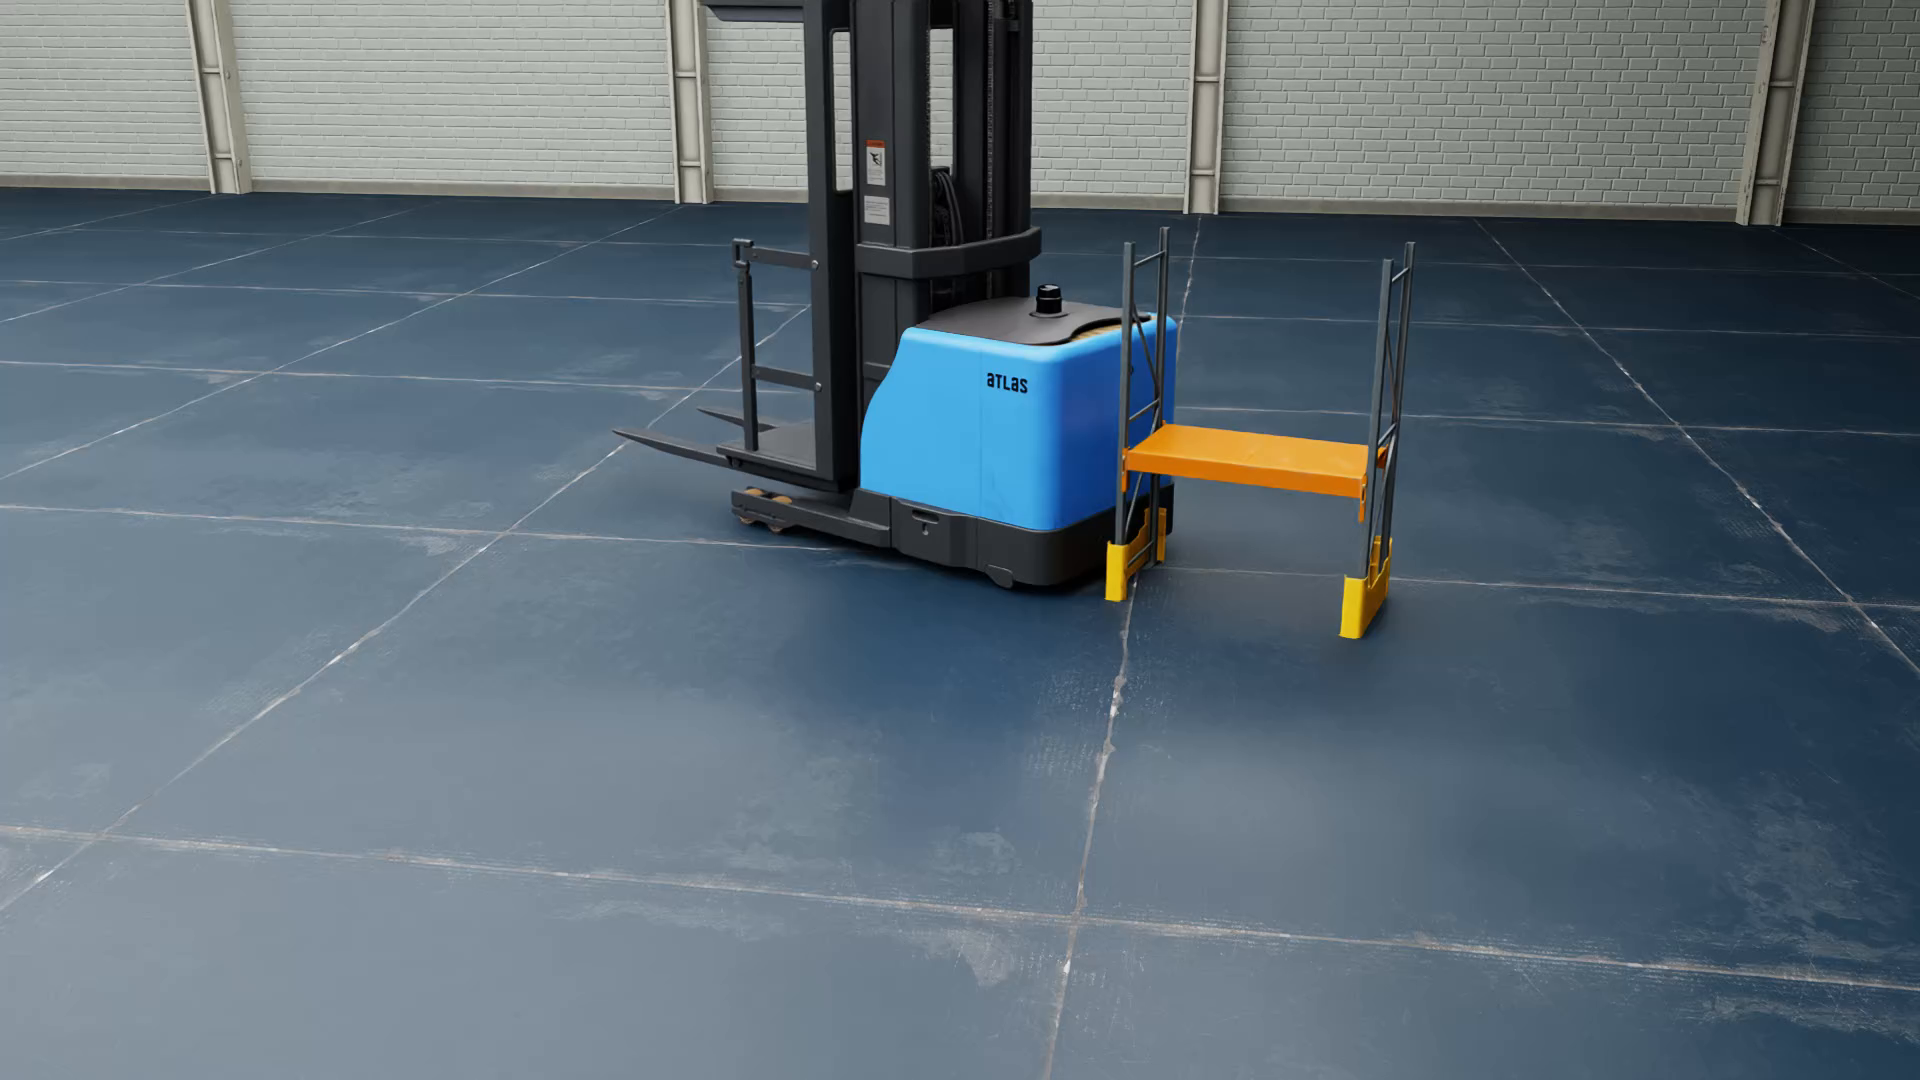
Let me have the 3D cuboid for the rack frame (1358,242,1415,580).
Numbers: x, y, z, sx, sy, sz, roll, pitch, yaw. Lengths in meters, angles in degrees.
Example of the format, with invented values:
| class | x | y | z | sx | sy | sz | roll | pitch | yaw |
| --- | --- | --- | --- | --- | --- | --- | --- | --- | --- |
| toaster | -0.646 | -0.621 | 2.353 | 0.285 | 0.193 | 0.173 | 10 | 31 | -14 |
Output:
| class | x | y | z | sx | sy | sz | roll | pitch | yaw |
| --- | --- | --- | --- | --- | --- | --- | --- | --- | --- |
| rack frame | 1.693 | -0.401 | 6.638 | 0.032 | 1.500 | 0.500 | 8 | 20 | 23 |

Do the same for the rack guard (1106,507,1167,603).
| class | x | y | z | sx | sy | sz | roll | pitch | yaw |
| --- | --- | --- | --- | --- | --- | --- | --- | --- | --- |
| rack guard | 0.770 | 0.057 | 7.237 | 0.087 | 0.250 | 0.587 | 8 | 20 | 23 |

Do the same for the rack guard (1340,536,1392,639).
| class | x | y | z | sx | sy | sz | roll | pitch | yaw |
| --- | --- | --- | --- | --- | --- | --- | --- | --- | --- |
| rack guard | 1.676 | 0.189 | 6.844 | 0.087 | 0.250 | 0.587 | 8 | 20 | 23 |

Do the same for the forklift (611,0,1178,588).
| class | x | y | z | sx | sy | sz | roll | pitch | yaw |
| --- | --- | --- | --- | --- | --- | --- | --- | --- | --- |
| forklift | -0.477 | -1.547 | 7.806 | 3.031 | 2.935 | 1.130 | 14 | 23 | 37 |

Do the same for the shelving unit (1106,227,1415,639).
| class | x | y | z | sx | sy | sz | roll | pitch | yaw |
| --- | --- | --- | --- | --- | --- | --- | --- | --- | --- |
| shelving unit | 1.223 | -0.469 | 6.843 | 1.083 | 1.500 | 0.587 | 8 | 20 | 23 |

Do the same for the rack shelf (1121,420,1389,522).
| class | x | y | z | sx | sy | sz | roll | pitch | yaw |
| --- | --- | --- | --- | --- | --- | --- | --- | --- | --- |
| rack shelf | 1.231 | -0.298 | 6.896 | 1.000 | 0.185 | 0.538 | 8 | 20 | 23 |

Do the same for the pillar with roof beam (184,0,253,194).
| class | x | y | z | sx | sy | sz | roll | pitch | yaw |
| --- | --- | --- | --- | --- | --- | --- | --- | --- | --- |
| pillar with roof beam | -9.778 | -7.265 | 15.334 | 0.400 | 9.000 | 9.100 | 3 | 19 | 9 |

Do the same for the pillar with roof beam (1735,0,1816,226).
| class | x | y | z | sx | sy | sz | roll | pitch | yaw |
| --- | --- | --- | --- | --- | --- | --- | --- | --- | --- |
| pillar with roof beam | 7.994 | -6.359 | 12.627 | 0.400 | 9.000 | 9.100 | 3 | 19 | 9 |

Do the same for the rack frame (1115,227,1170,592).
| class | x | y | z | sx | sy | sz | roll | pitch | yaw |
| --- | --- | --- | --- | --- | --- | --- | --- | --- | --- |
| rack frame | 0.769 | -0.535 | 7.040 | 0.032 | 1.500 | 0.500 | 8 | 20 | 23 |

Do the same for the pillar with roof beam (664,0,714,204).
| class | x | y | z | sx | sy | sz | roll | pitch | yaw |
| --- | --- | --- | --- | --- | --- | --- | --- | --- | --- |
| pillar with roof beam | -3.854 | -6.963 | 14.432 | 0.400 | 9.000 | 9.100 | 3 | 19 | 9 |

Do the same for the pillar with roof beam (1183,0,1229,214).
| class | x | y | z | sx | sy | sz | roll | pitch | yaw |
| --- | --- | --- | --- | --- | --- | --- | --- | --- | --- |
| pillar with roof beam | 2.070 | -6.661 | 13.529 | 0.400 | 9.000 | 9.100 | 3 | 19 | 9 |
